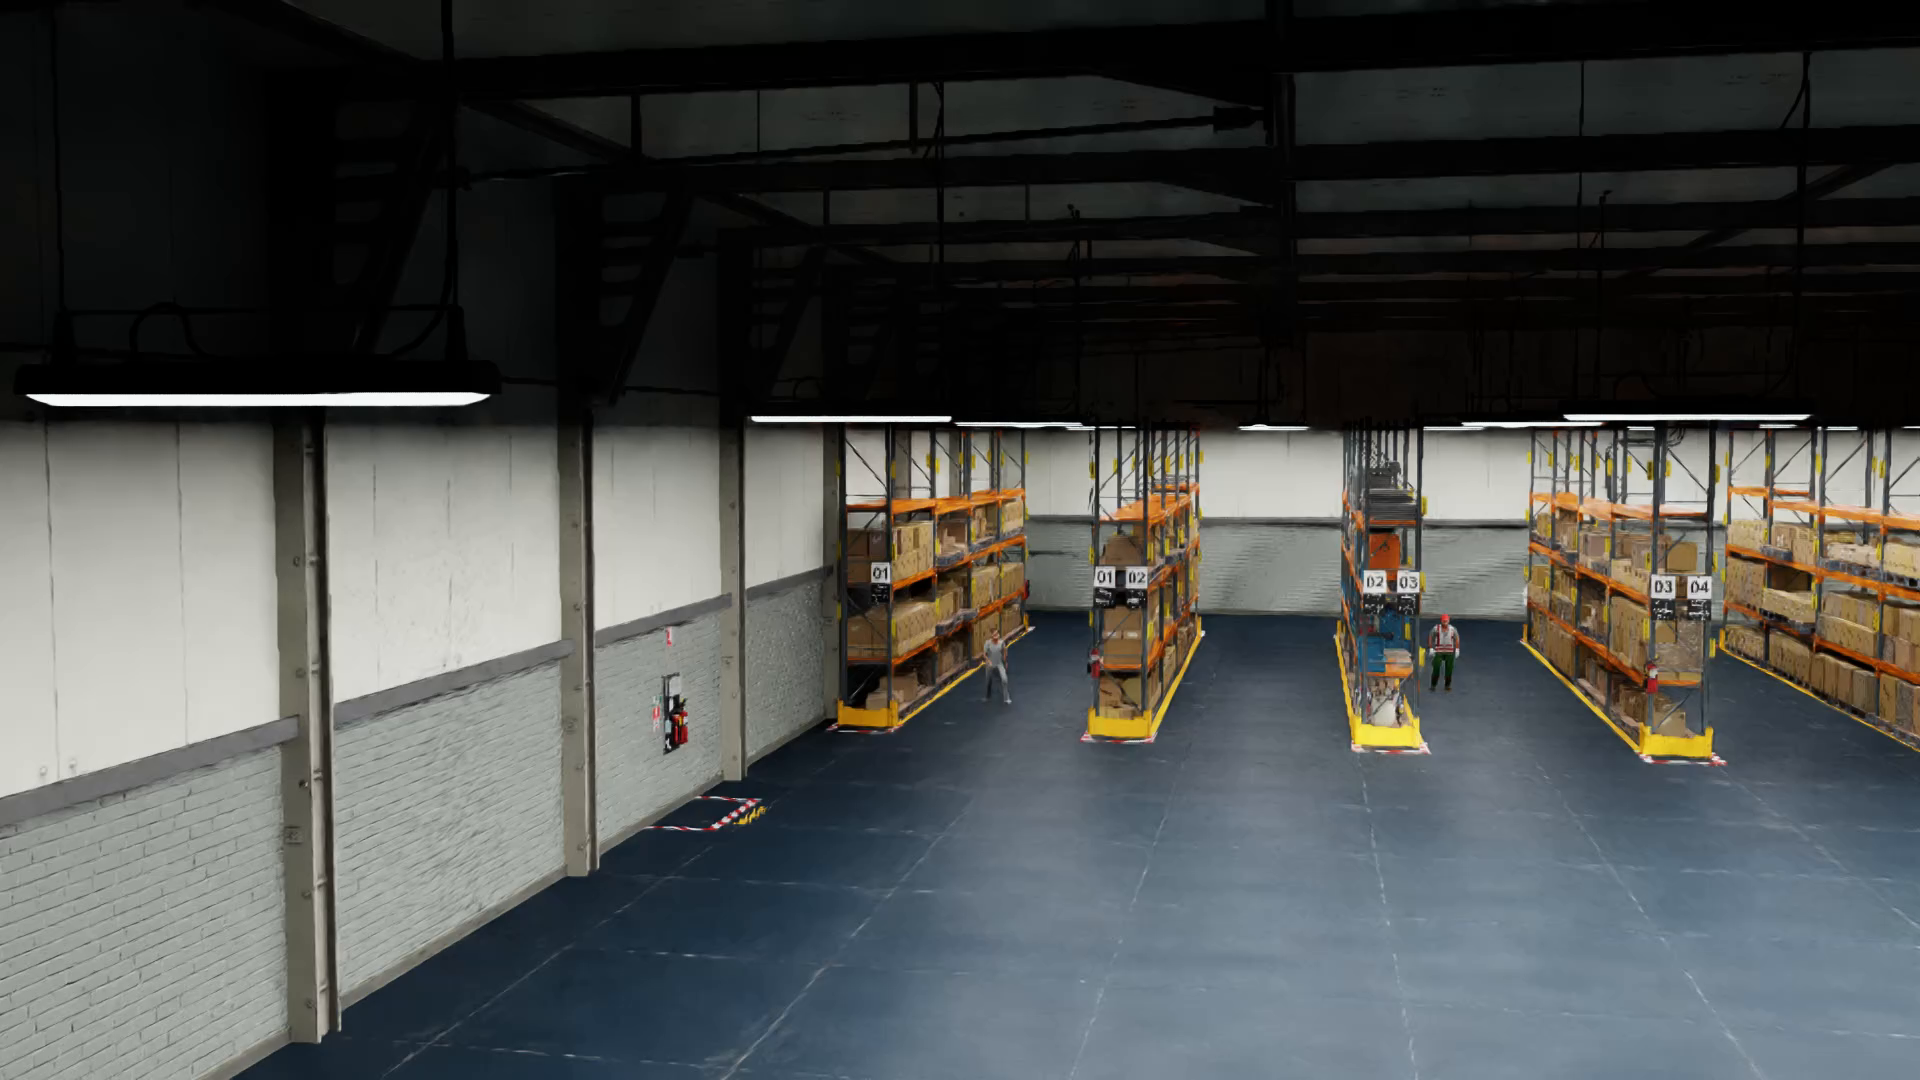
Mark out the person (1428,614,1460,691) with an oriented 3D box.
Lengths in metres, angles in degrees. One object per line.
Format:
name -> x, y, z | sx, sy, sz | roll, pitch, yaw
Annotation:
person -> 10.682, 2.478, 36.731 | 0.677, 1.741, 0.552 | 1, 4, 10

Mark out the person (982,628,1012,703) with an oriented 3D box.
person -> 0.756, 2.633, 35.091 | 0.613, 1.604, 0.808 | 0, 4, -6

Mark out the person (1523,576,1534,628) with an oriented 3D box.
person -> 16.110, 1.854, 46.745 | 0.456, 1.654, 0.623 | -1, 4, -15
